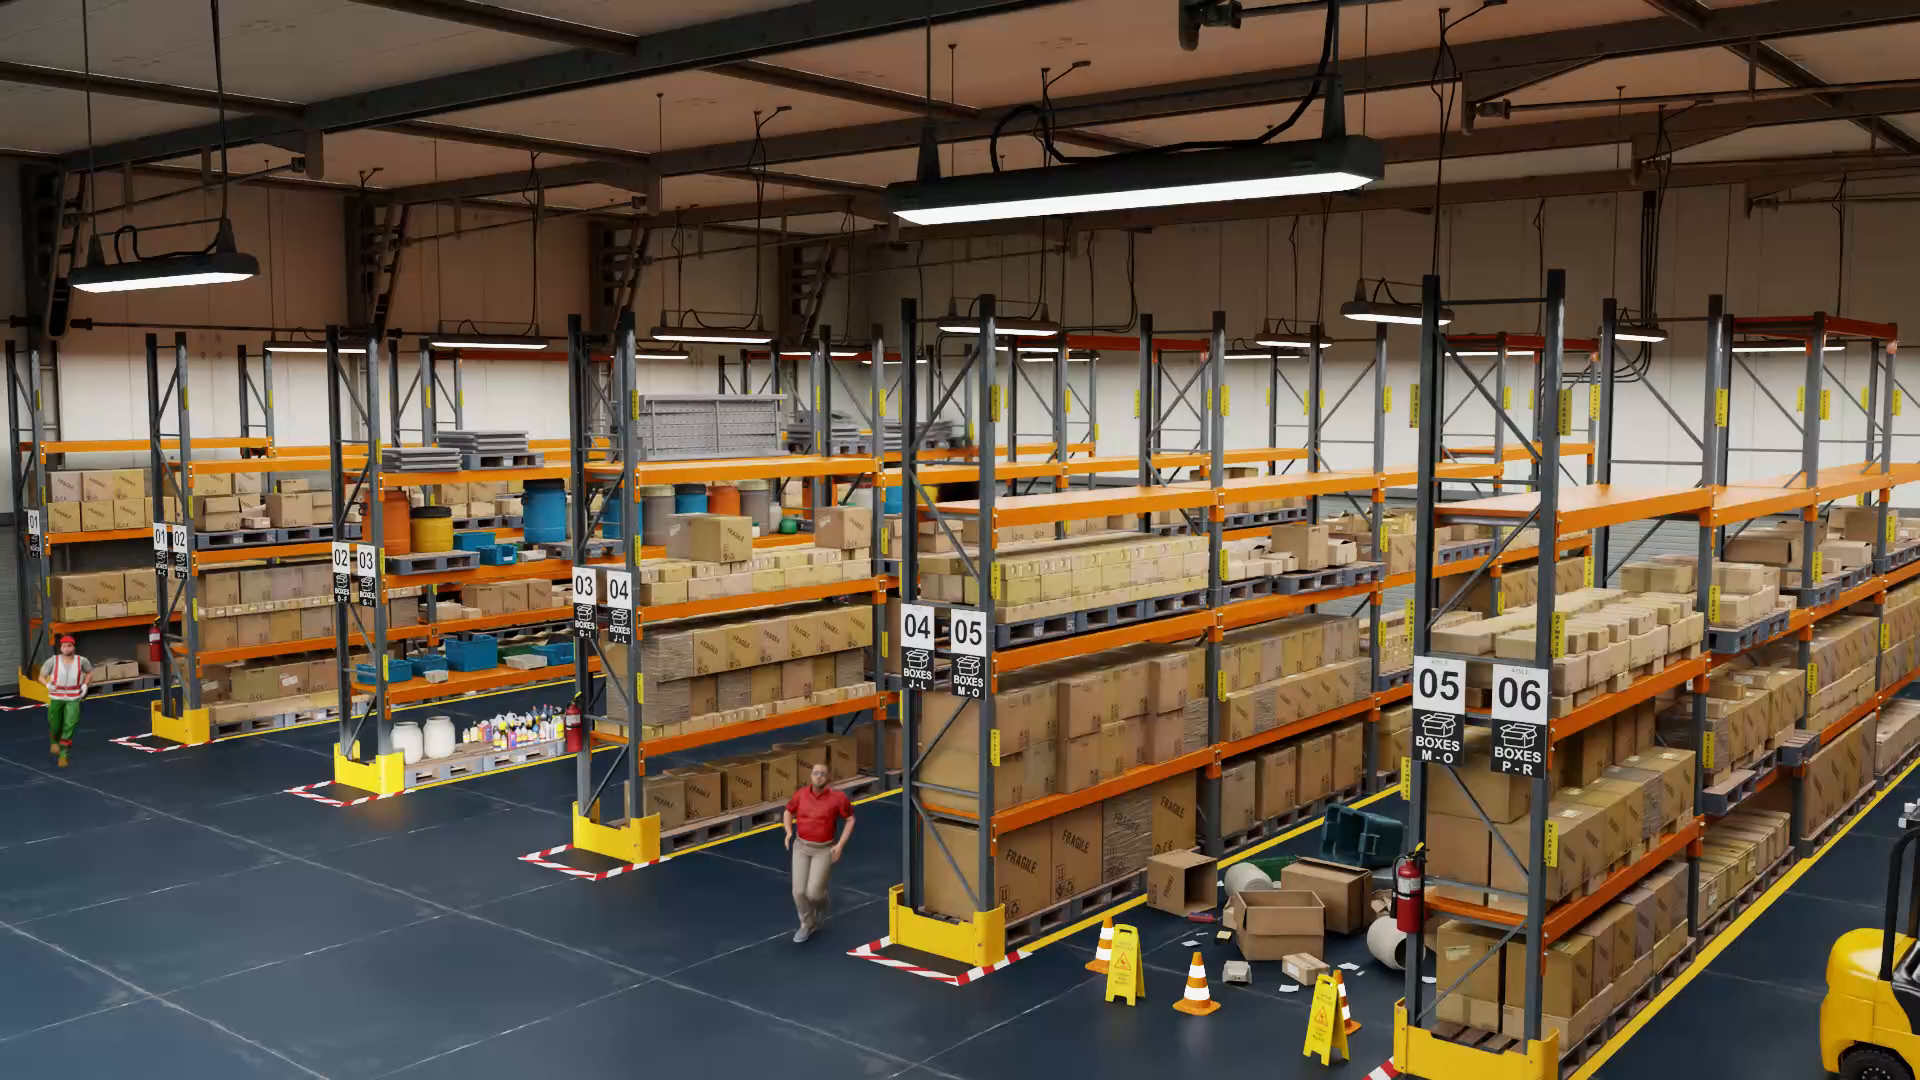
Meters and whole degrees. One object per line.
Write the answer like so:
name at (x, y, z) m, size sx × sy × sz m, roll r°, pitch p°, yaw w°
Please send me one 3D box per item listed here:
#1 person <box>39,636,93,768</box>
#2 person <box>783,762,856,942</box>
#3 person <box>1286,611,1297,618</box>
person at (-12.401, 2.212, 23.096) m, size 0.668 × 1.782 × 0.866 m, roll -3°, pitch 6°, yaw -28°
person at (-1.355, 2.928, 15.654) m, size 0.694 × 1.684 × 0.569 m, roll 1°, pitch 5°, yaw 15°
person at (5.401, 1.952, 27.057) m, size 0.538 × 1.596 × 0.812 m, roll 3°, pitch 6°, yaw 32°
